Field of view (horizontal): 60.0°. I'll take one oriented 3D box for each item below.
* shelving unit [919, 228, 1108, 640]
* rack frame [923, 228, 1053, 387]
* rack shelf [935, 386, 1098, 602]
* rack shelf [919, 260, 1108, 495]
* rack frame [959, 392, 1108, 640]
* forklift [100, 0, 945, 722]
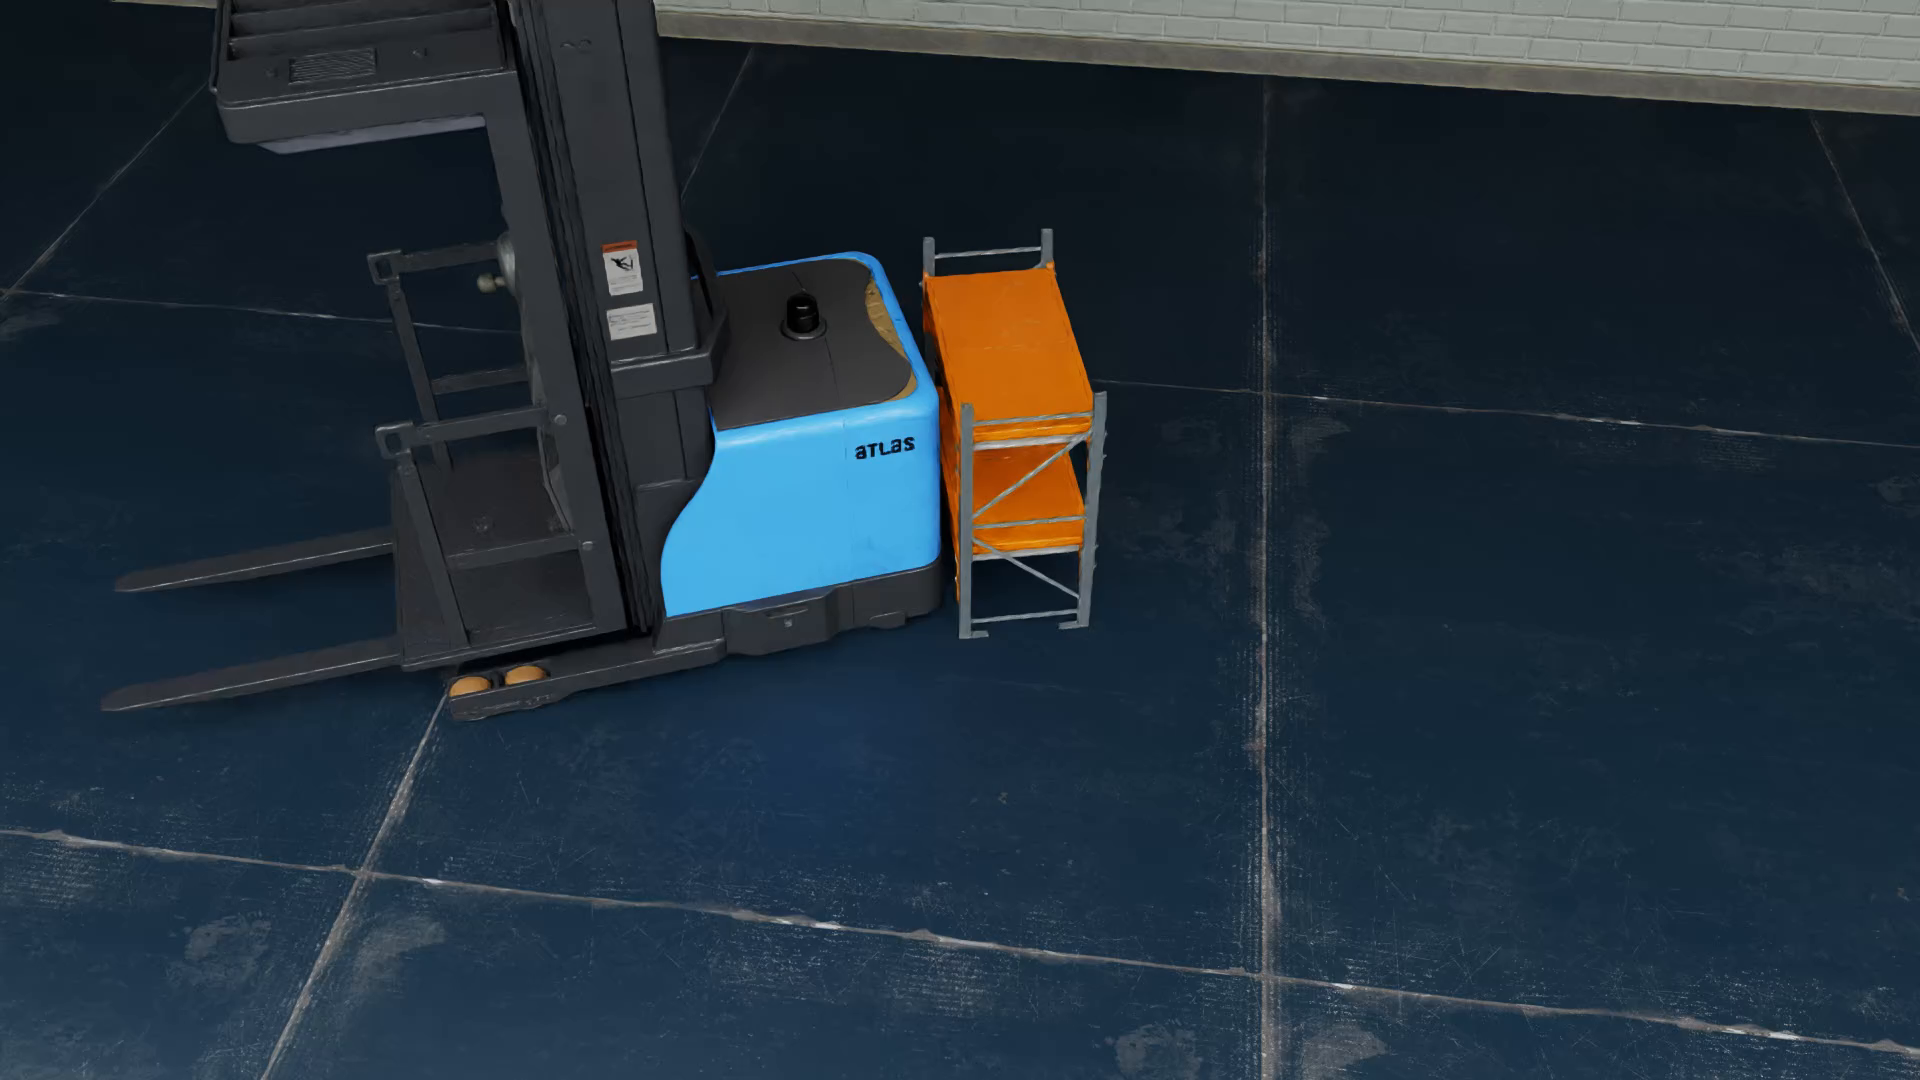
[{"bbox_3d":[0.176,-0.409,6.361,0.538,1.125,1.048,-5,44,-6],"label":"shelving unit"},{"bbox_3d":[0.105,-0.755,6.726,0.500,1.125,0.032,-5,44,-6],"label":"rack frame"},{"bbox_3d":[0.175,-0.231,6.529,0.538,0.278,1.000,-5,44,-6],"label":"rack shelf"},{"bbox_3d":[0.177,-0.621,6.159,0.538,0.278,1.000,-5,44,-6],"label":"rack shelf"},{"bbox_3d":[0.247,-0.062,5.995,0.500,1.125,0.032,-5,44,-6],"label":"rack frame"},{"bbox_3d":[-1.633,-0.813,5.477,3.031,2.935,1.130,-11,45,-11],"label":"forklift"}]
